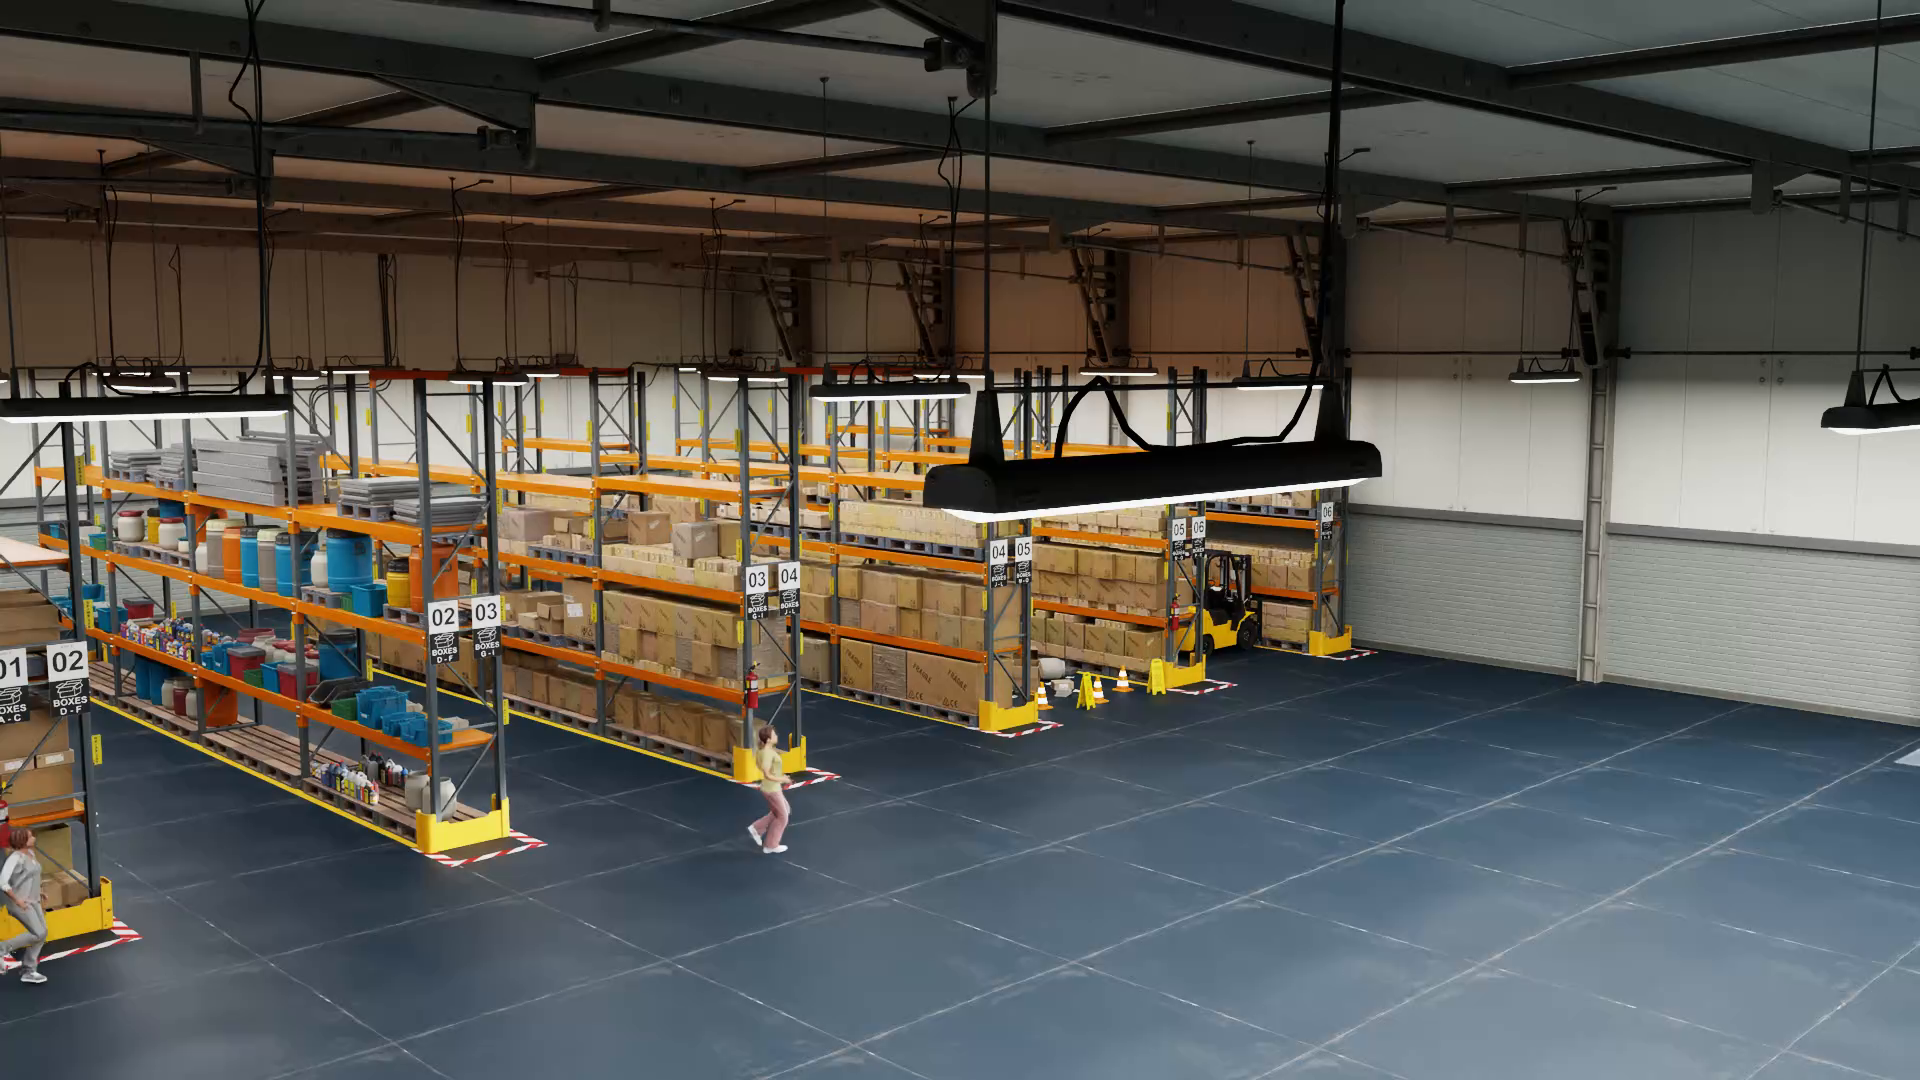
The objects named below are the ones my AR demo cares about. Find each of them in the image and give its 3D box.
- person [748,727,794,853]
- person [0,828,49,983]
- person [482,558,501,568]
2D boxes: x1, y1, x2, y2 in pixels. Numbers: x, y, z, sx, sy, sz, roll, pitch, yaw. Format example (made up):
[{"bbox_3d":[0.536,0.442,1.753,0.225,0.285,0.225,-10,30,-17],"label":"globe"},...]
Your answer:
[{"bbox_3d":[-2.400,3.154,21.022,0.563,1.620,0.577,-2,7,-13],"label":"person"},{"bbox_3d":[-9.493,3.719,16.853,0.541,1.439,0.577,-1,7,-8],"label":"person"},{"bbox_3d":[-11.362,0.965,40.061,0.692,1.711,0.596,3,7,23],"label":"person"}]
